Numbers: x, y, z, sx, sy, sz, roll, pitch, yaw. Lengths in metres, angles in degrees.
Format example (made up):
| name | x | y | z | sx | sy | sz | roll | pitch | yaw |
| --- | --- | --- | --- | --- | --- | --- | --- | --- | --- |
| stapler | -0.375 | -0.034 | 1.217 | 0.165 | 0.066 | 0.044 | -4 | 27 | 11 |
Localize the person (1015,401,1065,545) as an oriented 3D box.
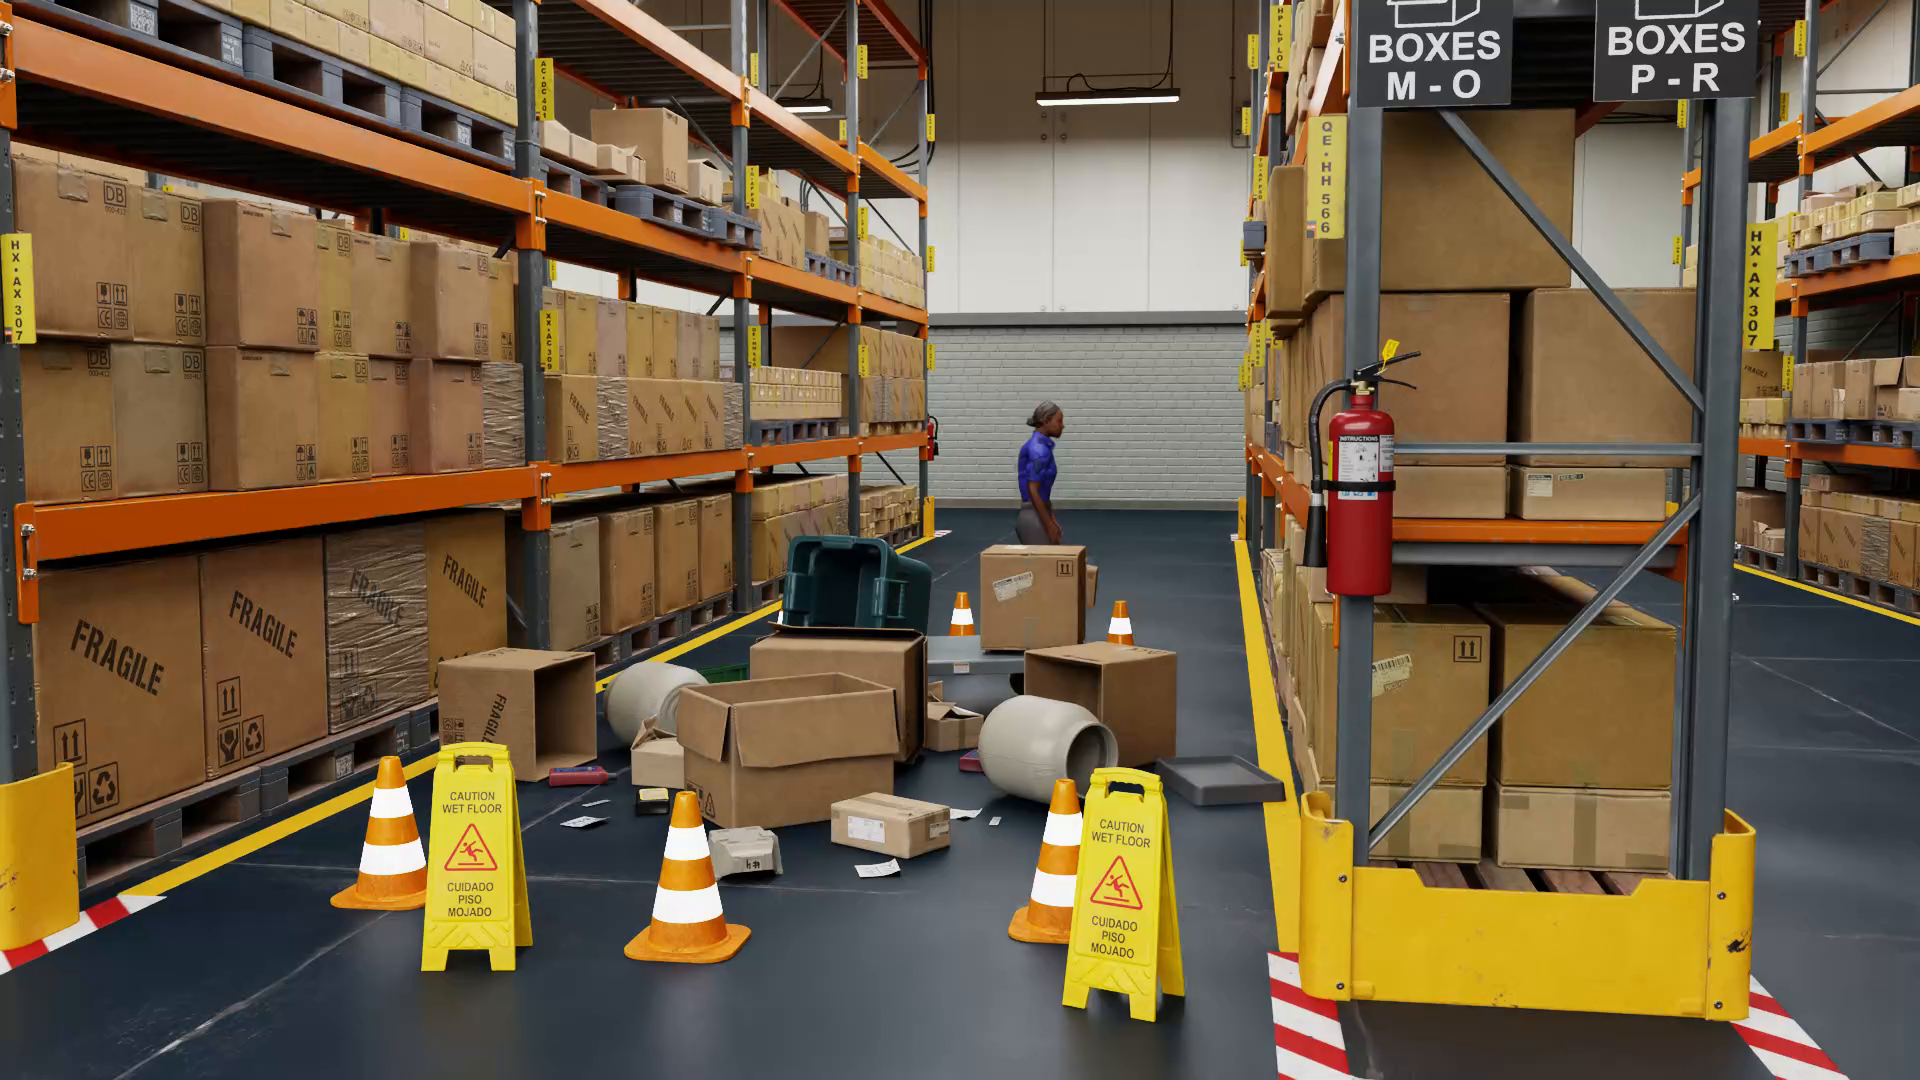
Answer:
| name | x | y | z | sx | sy | sz | roll | pitch | yaw |
| --- | --- | --- | --- | --- | --- | --- | --- | --- | --- |
| person | 0.541 | -0.089 | 11.014 | 0.345 | 1.659 | 0.495 | 1 | 5 | 7 |
